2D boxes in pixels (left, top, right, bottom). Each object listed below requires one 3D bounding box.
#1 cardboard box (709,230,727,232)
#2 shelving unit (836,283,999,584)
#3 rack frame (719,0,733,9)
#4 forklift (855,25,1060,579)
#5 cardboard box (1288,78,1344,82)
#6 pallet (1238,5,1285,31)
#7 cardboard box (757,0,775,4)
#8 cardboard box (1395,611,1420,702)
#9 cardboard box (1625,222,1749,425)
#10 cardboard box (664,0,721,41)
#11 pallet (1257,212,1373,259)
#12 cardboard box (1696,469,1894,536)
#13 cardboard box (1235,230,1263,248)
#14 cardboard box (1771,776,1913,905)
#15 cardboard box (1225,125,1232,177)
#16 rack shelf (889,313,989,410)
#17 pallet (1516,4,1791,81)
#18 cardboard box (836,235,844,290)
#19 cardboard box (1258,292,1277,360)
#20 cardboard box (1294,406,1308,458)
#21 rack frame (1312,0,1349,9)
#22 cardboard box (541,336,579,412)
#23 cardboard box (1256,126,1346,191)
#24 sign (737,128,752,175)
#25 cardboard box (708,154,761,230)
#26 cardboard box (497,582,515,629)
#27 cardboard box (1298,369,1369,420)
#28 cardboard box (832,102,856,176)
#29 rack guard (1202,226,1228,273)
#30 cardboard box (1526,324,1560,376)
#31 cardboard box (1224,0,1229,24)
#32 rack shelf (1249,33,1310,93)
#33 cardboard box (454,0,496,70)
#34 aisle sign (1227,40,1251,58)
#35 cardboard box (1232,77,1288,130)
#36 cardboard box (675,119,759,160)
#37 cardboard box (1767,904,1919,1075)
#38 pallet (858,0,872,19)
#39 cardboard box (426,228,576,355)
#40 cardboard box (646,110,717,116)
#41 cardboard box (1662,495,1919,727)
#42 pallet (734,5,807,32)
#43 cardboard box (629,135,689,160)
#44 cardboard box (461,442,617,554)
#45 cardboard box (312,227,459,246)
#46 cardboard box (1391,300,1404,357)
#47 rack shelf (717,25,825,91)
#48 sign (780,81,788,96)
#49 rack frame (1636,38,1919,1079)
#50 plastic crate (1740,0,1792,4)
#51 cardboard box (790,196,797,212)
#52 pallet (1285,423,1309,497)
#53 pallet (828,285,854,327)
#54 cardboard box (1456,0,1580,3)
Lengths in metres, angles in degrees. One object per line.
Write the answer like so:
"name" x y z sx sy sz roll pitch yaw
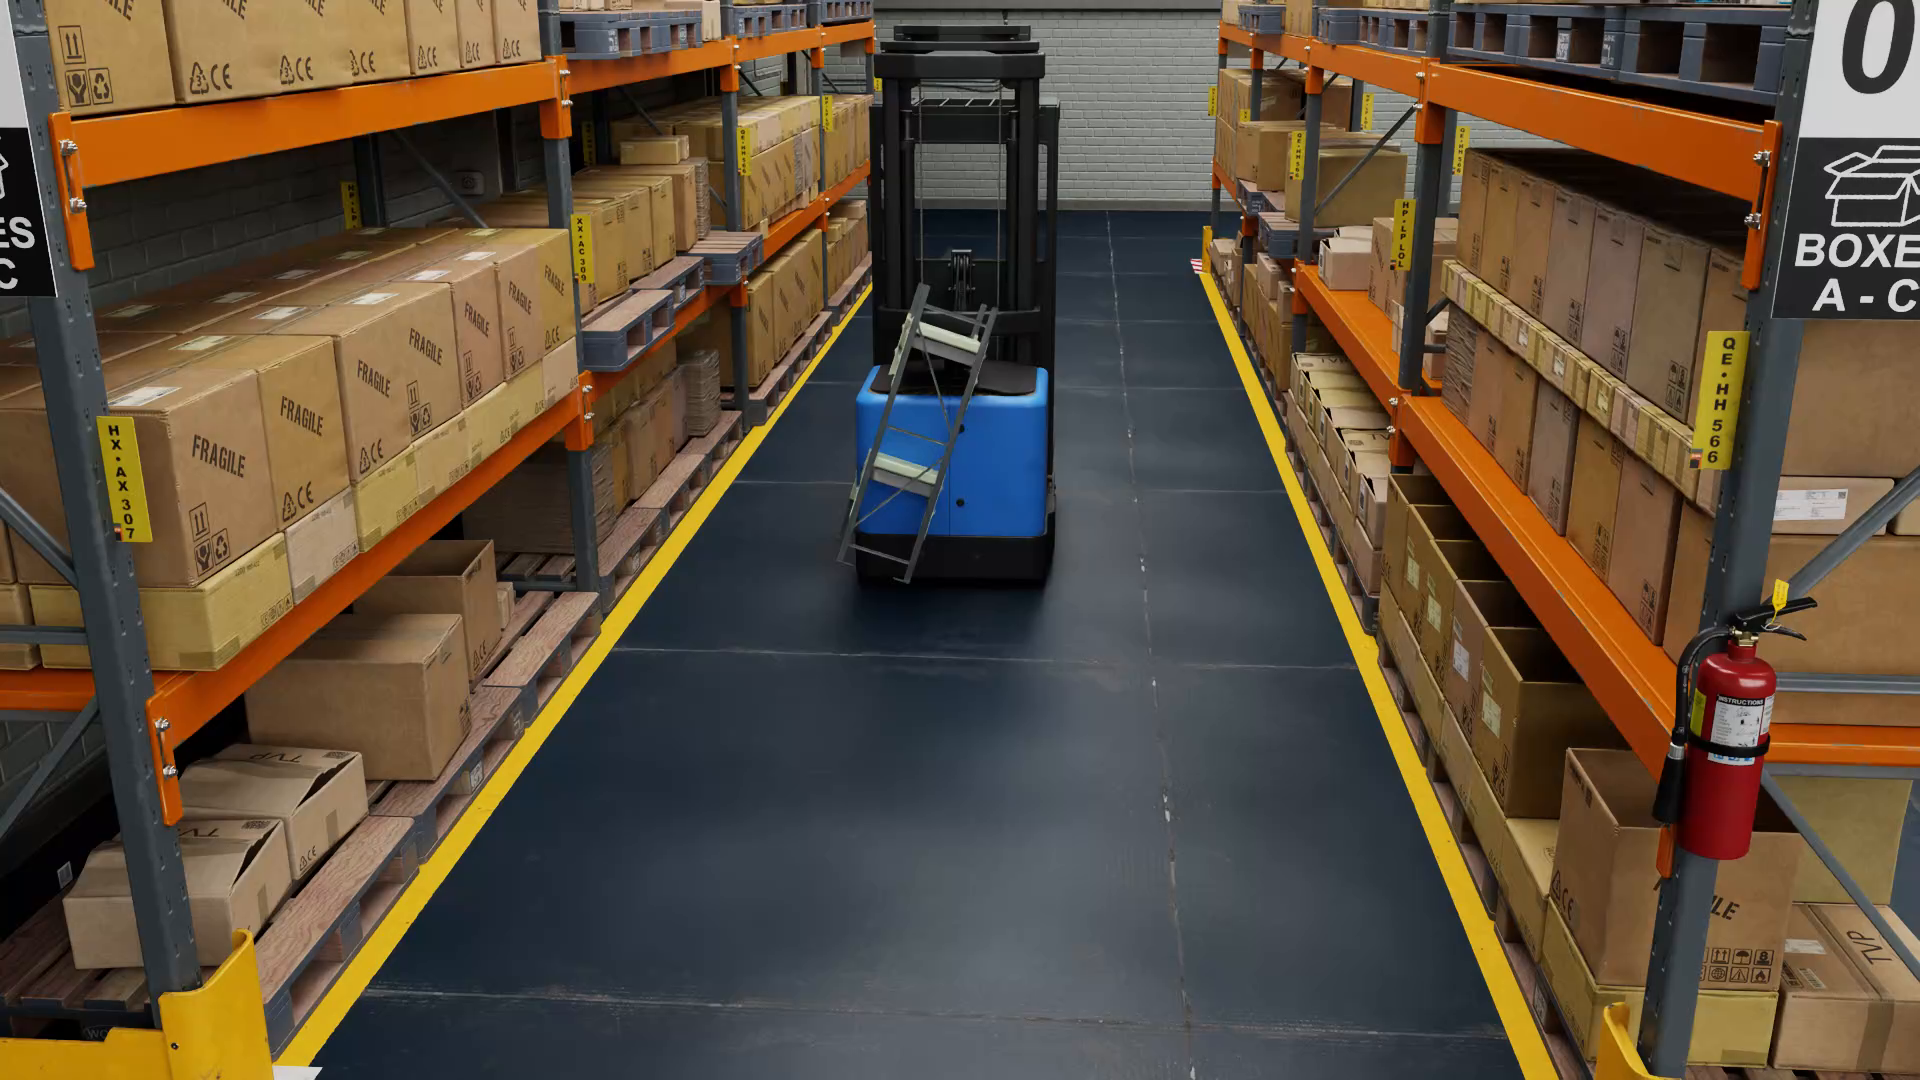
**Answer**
"cardboard box" -1.814 -2.223 12.261 0.380 0.149 0.250 1 18 3
"shelving unit" -0.247 -0.596 8.947 0.431 1.500 0.755 17 8 -6
"rack frame" -2.068 -5.087 10.995 1.000 3.000 0.127 1 18 4
"forklift" 0.040 -1.589 10.064 1.130 2.935 3.031 1 18 3
"cardboard box" 3.548 -4.351 16.619 0.500 0.500 0.500 1 18 2
"pallet" 3.043 -4.504 14.335 1.213 0.211 1.003 1 18 4
"cardboard box" -1.930 -4.715 13.811 0.700 0.500 0.500 1 18 3
"cardboard box" 2.209 0.515 7.274 0.500 0.250 0.500 1 18 4
"cardboard box" 2.382 -0.630 4.786 0.700 0.500 0.500 1 18 2
"cardboard box" -1.851 -3.399 10.772 0.500 0.311 0.500 1 18 4
"pallet" 2.851 -2.247 12.272 1.213 0.211 1.003 1 18 4
"cardboard box" 2.137 -0.120 4.271 0.380 0.149 0.250 1 18 3
"cardboard box" 3.289 -2.975 17.488 0.797 0.503 0.637 1 18 4
"cardboard box" 2.594 0.792 5.226 0.500 0.500 0.500 1 18 4
"cardboard box" 3.043 -4.055 17.321 0.500 0.500 0.500 2 18 5
"rack shelf" -0.126 -0.964 8.893 0.431 0.370 0.720 17 8 -6
"pallet" 2.461 -1.624 5.387 1.003 0.211 1.213 1 18 4
"cardboard box" -1.586 -2.876 17.222 0.700 0.500 0.500 1 18 3
"cardboard box" 2.775 -1.767 13.807 0.500 0.500 0.500 1 18 2
"cardboard box" 2.507 -0.707 11.005 0.500 0.250 0.500 1 18 2
"rack frame" 2.873 -4.977 10.661 1.000 3.000 0.127 1 18 4
"cardboard box" -2.087 -0.778 7.688 0.500 0.250 0.500 1 18 4
"cardboard box" 2.916 -3.259 14.216 0.700 0.500 0.500 4 19 13
"sign" -1.526 -2.739 11.733 0.100 0.325 0.005 1 18 4
"cardboard box" -1.778 -2.579 12.307 0.500 0.500 0.500 2 18 6
"cardboard box" -2.364 0.311 8.001 0.380 0.166 0.250 -1 18 -3
"cardboard box" 2.513 -0.966 10.896 0.500 0.311 0.500 1 18 3
"cardboard box" -1.626 -4.242 17.569 0.980 0.700 0.700 0 18 1
"rack guard" 3.441 -3.400 19.495 1.175 0.500 0.348 1 18 4
"cardboard box" 2.266 -0.680 5.977 0.380 0.149 0.250 1 18 3
"cardboard box" 3.107 -5.656 17.792 0.500 0.250 0.500 1 18 4
"rack shelf" 3.016 -3.831 13.136 1.077 0.370 4.000 1 18 4
"cardboard box" -2.194 -2.157 6.678 0.500 0.500 0.500 0 18 -1
"aisle sign" 3.158 -5.874 18.858 0.394 0.787 0.004 1 18 4
"cardboard box" 3.008 -4.370 16.676 0.500 0.500 0.500 1 18 4
"cardboard box" -1.777 -2.935 12.187 0.500 0.250 0.500 2 18 5
"cardboard box" 2.560 1.304 4.868 0.500 0.250 0.500 1 18 4
"pallet" -1.538 -5.873 18.355 1.003 0.211 1.213 1 18 4
"cardboard box" -2.081 -1.134 7.572 0.500 0.500 0.500 1 18 4
"cardboard box" -2.214 -3.257 13.172 0.500 0.250 0.500 1 18 3
"cardboard box" 2.346 0.166 4.439 0.700 0.500 0.500 1 18 4
"pallet" -1.798 -4.527 14.411 0.805 0.209 1.217 1 18 2
"cardboard box" -2.063 -2.693 11.415 0.380 0.149 0.250 -1 18 -3
"cardboard box" -2.319 -0.244 9.157 0.700 0.500 0.500 2 18 6
"cardboard box" -2.597 -1.147 7.610 0.500 0.500 0.500 1 18 3
"cardboard box" 2.466 -1.097 8.671 0.396 0.266 0.258 1 18 3
"rack shelf" -1.925 -3.941 13.470 1.077 0.370 4.000 1 18 4
"sign" -2.048 -5.184 19.408 0.100 0.325 0.005 1 18 4
"rack frame" 2.299 0.358 4.012 1.000 3.000 0.127 1 18 4
"plastic crate" 7.920 -5.187 16.309 0.437 0.282 0.530 1 18 4
"cardboard box" -1.626 -2.941 14.452 0.380 0.149 0.250 1 18 4
"pallet" 2.775 -0.546 11.252 1.003 0.211 1.213 1 18 4
"pallet" -1.649 -2.387 16.870 1.003 0.211 1.213 1 18 4
"cardboard box" 2.640 -2.629 7.878 0.500 0.250 0.500 3 18 10
